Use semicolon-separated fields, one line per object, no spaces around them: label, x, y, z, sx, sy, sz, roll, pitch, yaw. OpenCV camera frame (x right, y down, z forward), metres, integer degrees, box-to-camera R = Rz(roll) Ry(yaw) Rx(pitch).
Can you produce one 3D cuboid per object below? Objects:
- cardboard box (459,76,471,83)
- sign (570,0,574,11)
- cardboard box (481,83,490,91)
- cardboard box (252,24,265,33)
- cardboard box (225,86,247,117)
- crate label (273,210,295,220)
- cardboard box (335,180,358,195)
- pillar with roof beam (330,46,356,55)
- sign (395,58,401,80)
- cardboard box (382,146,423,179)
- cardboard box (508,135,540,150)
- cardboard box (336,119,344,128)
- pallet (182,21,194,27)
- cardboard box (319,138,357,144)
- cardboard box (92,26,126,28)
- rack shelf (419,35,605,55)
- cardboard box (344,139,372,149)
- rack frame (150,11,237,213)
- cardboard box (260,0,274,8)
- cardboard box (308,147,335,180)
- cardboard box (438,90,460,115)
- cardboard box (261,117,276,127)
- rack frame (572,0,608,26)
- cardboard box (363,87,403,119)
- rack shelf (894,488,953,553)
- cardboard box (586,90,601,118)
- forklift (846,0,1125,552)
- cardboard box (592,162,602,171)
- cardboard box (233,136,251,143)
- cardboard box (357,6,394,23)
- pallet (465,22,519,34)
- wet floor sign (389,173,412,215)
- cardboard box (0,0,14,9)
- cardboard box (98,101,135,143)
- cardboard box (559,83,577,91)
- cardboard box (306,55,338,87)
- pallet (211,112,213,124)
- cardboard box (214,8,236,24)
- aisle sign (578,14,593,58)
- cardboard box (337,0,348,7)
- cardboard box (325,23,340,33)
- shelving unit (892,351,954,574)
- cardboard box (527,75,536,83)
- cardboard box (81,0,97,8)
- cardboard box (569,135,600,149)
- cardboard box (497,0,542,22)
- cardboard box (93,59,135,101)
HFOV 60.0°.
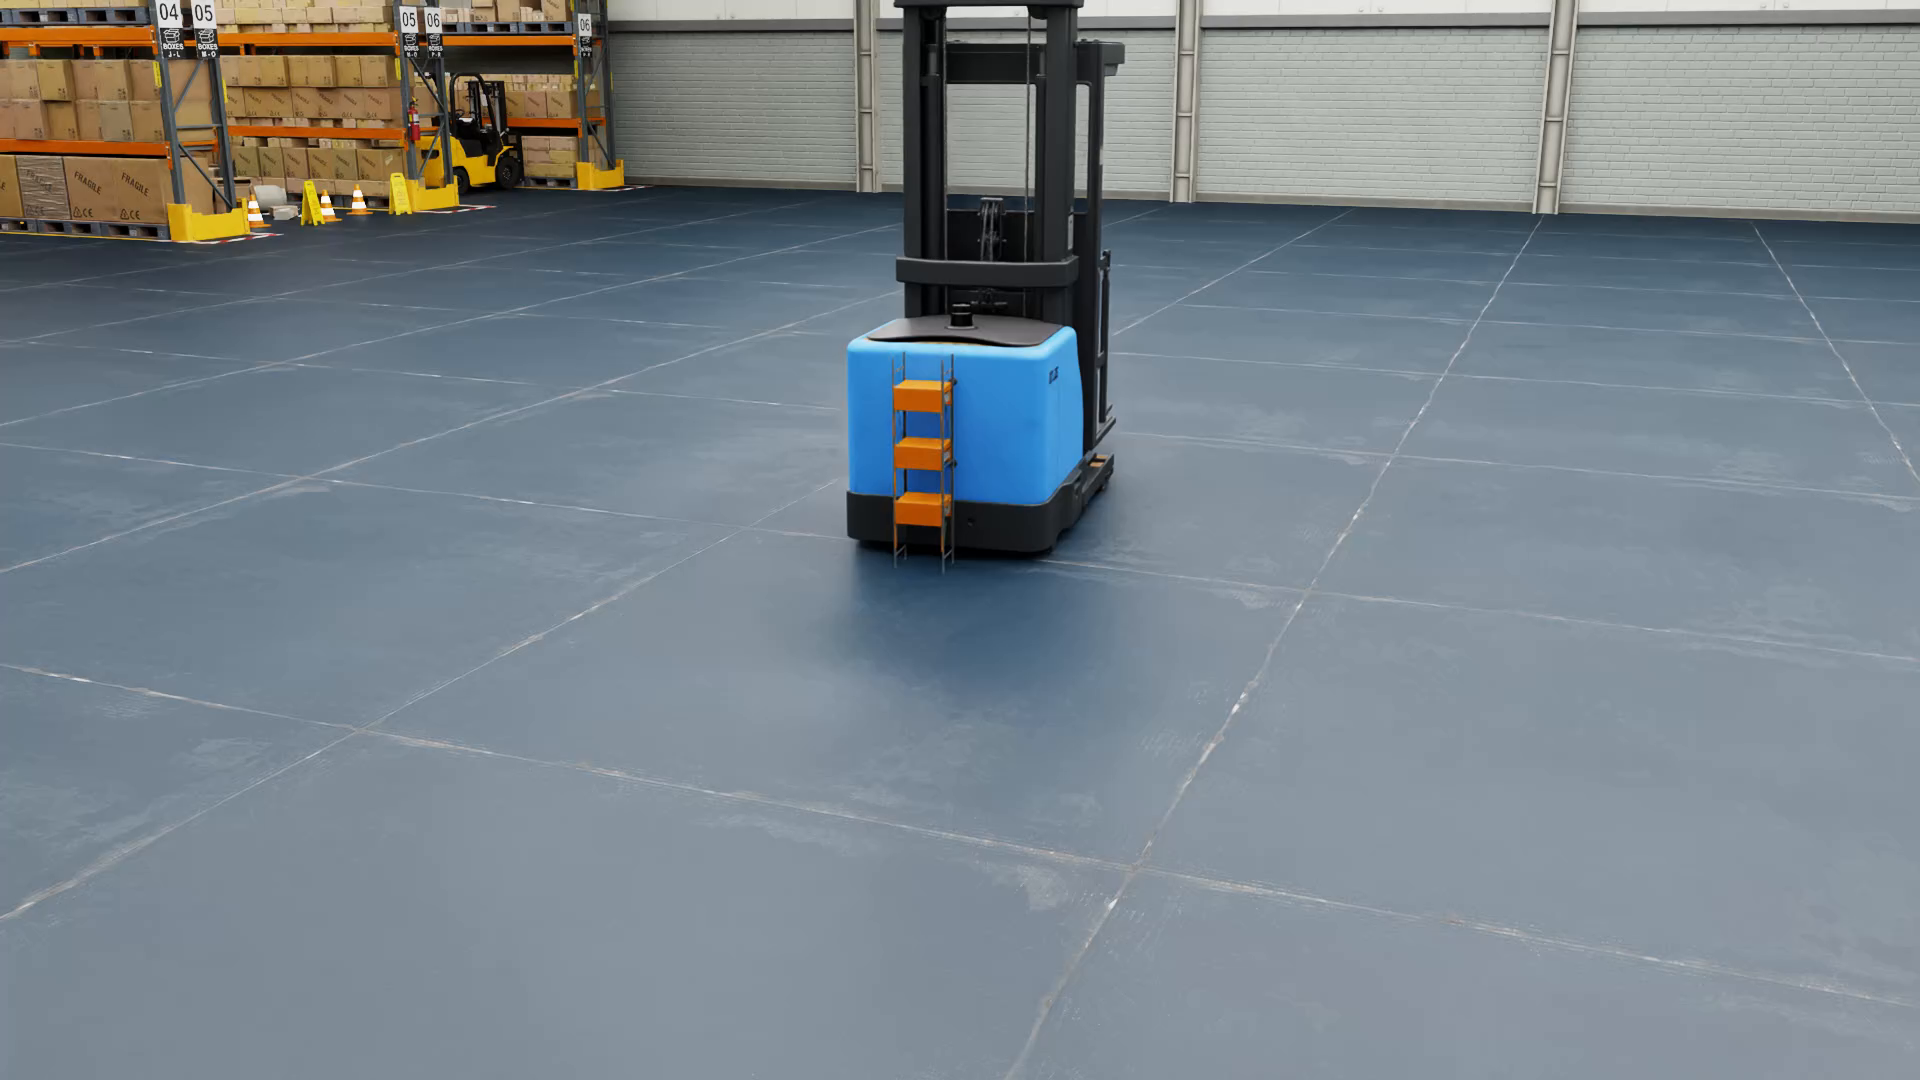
cardboard box;-9.523;-8.968;32.308;0.250;0.149;0.380;6;17;20
sign;-7.172;-9.954;30.755;0.005;0.325;0.100;6;17;21
cardboard box;-9.050;-8.770;32.160;0.250;0.149;0.380;6;17;19
cardboard box;-11.587;-8.538;27.772;0.250;0.149;0.380;7;18;22
cardboard box;-12.192;-7.461;28.280;0.500;0.500;0.500;6;17;20
crate label;-10.496;-5.054;25.838;0.298;0.136;0.250;-2;16;-8
cardboard box;-10.108;-5.927;27.889;0.500;0.250;0.500;6;17;21
pillar with roof beam;-14.438;-10.949;30.248;0.400;9.000;9.100;6;17;21
sign;-9.000;-7.544;26.635;0.005;0.325;0.100;6;17;21
cardboard box;-9.449;-6.376;28.089;0.500;0.500;0.500;6;17;19
cardboard box;-8.453;-7.693;32.178;0.500;0.250;0.500;7;17;21
cardboard box;-10.149;-6.950;27.684;0.250;0.149;0.380;7;17;21
pallet;-13.034;-8.828;28.660;1.003;0.211;1.213;6;17;21
cardboard box;-12.590;-7.944;34.165;0.625;0.625;0.875;6;17;18
cardboard box;-14.791;-9.138;29.204;0.637;0.503;0.797;6;17;21
rack shelf;-8.821;-9.565;32.152;4.000;0.370;1.077;6;17;21
cardboard box;-9.985;-6.565;27.578;0.250;0.149;0.380;7;18;22
rack frame;-10.500;-5.684;22.872;0.127;3.000;1.000;6;17;21
cardboard box;-11.347;-8.879;27.517;0.250;0.149;0.380;6;17;19
cardboard box;-10.573;-6.340;27.964;0.500;0.500;0.500;6;17;19
cardboard box;-9.874;-8.561;32.603;0.500;0.500;0.500;7;17;22
cardboard box;-11.594;-7.085;28.149;0.250;0.149;0.380;7;18;22
rack frame;-6.960;-11.147;30.929;0.127;3.000;1.000;6;17;21
cardboard box;-9.384;-7.153;27.219;0.500;0.500;0.500;6;17;20
rack shelf;-0.177;-0.099;8.165;0.240;0.259;0.215;4;17;14
cardboard box;-7.319;-8.436;32.174;0.500;0.500;0.500;7;18;22
forklift;0.291;-1.717;9.331;1.130;2.935;3.031;4;17;14
cardboard box;-7.345;-7.248;32.438;0.500;0.250;0.500;6;17;21
cardboard box;-14.955;-8.382;34.732;0.250;0.149;0.380;5;17;18
cardboard box;-9.353;-8.472;26.830;0.500;0.250;0.500;6;17;20
pallet;-8.747;-9.867;32.060;1.213;0.211;1.003;6;17;21
wet floor sign;-8.994;-5.550;26.635;0.232;0.644;0.267;14;21;40
cardboard box;-13.060;-7.434;23.037;0.250;0.149;0.380;6;17;20
cardboard box;-11.382;-5.833;23.115;0.550;0.550;0.875;6;17;21
cardboard box;-7.386;-8.588;31.533;0.250;0.149;0.380;7;17;21
cardboard box;-10.314;-7.724;27.393;0.500;0.500;0.700;6;17;20
pallet;-13.157;-7.411;29.165;1.213;0.211;1.003;6;17;21
cardboard box;-12.190;-8.782;27.901;0.500;0.250;0.500;6;17;19
aisle sign;-7.007;-9.431;31.117;0.004;0.787;0.394;6;17;21
cardboard box;-9.888;-8.736;27.025;0.250;0.149;0.380;6;17;21
cardboard box;-10.151;-8.371;27.199;0.250;0.149;0.380;6;17;20
shelving unit;-0.177;-0.376;8.084;0.252;1.050;0.215;4;17;14
cardboard box;-8.069;-8.832;31.839;0.250;0.149;0.380;6;17;21
cardboard box;-11.642;-7.278;22.500;0.250;0.149;0.380;6;17;21
cardboard box;-7.338;-7.725;32.289;0.500;0.250;0.500;6;17;20
cardboard box;-8.377;-10.117;31.649;0.500;0.500;0.700;6;17;21
cardboard box;-11.377;-6.355;22.977;0.550;0.550;0.875;6;17;21
